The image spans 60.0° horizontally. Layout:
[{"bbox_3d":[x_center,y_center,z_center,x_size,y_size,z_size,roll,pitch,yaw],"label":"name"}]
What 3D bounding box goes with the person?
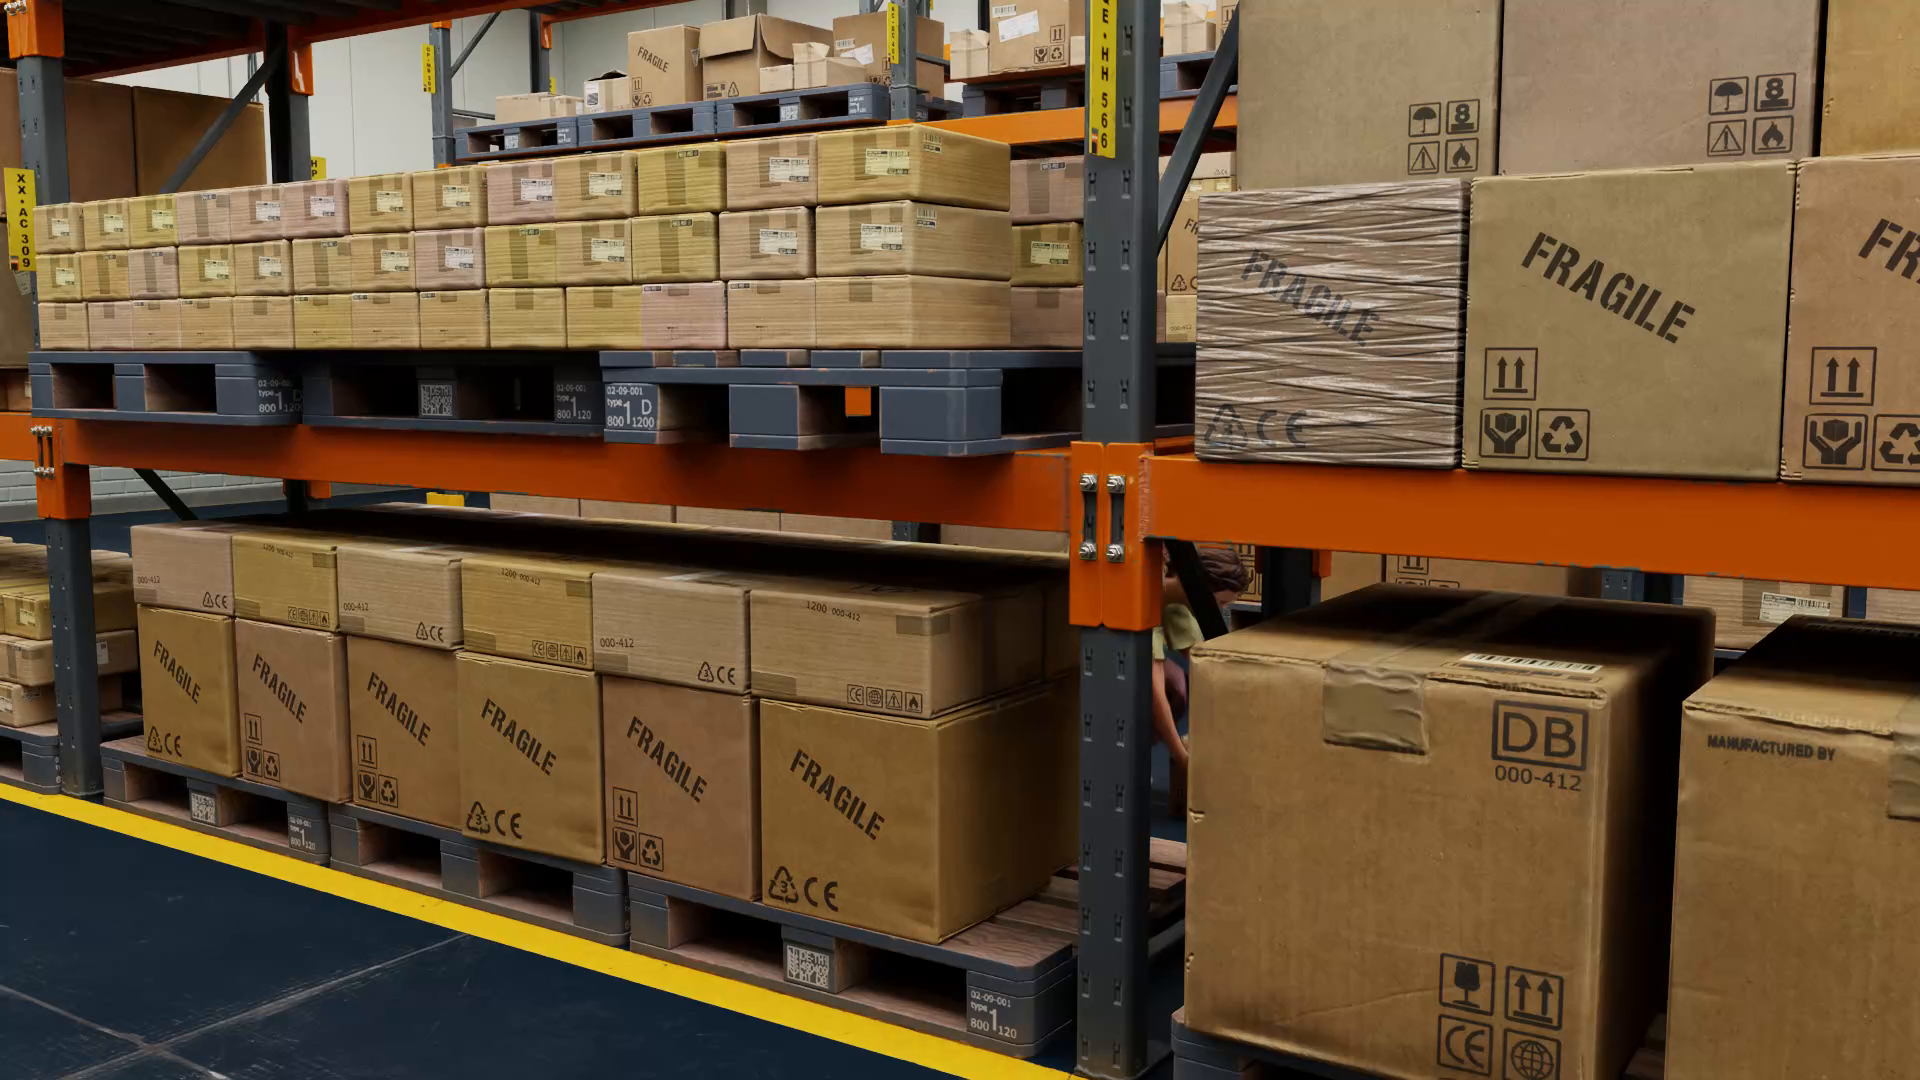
[{"bbox_3d":[0.574,0.435,5.631,0.799,0.890,0.489,4,8,33],"label":"person"}]
